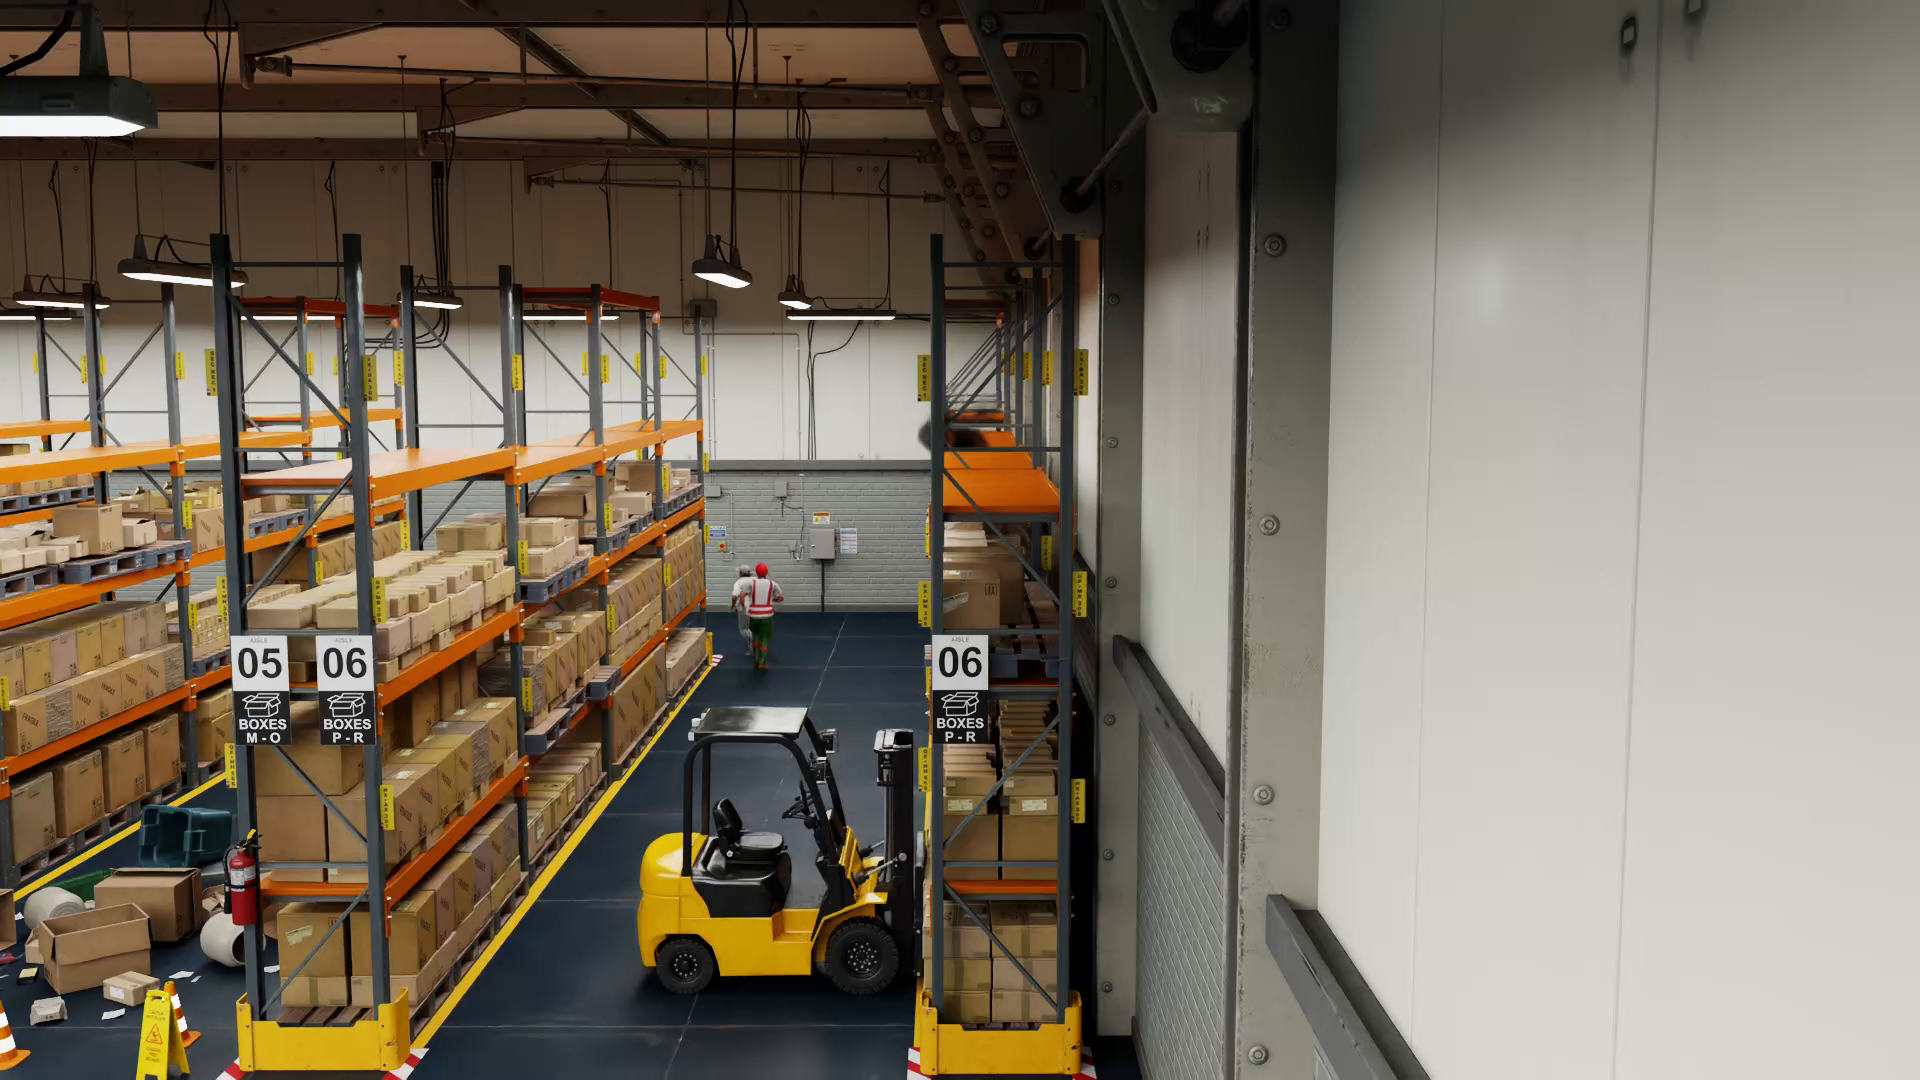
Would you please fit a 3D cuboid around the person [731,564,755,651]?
[{"bbox_3d":[-3.659,1.172,28.577,0.657,1.536,0.513,-6,8,-41],"label":"person"}]

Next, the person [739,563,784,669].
[{"bbox_3d":[-3.250,1.275,27.282,0.722,1.815,0.669,-1,6,-6],"label":"person"}]
